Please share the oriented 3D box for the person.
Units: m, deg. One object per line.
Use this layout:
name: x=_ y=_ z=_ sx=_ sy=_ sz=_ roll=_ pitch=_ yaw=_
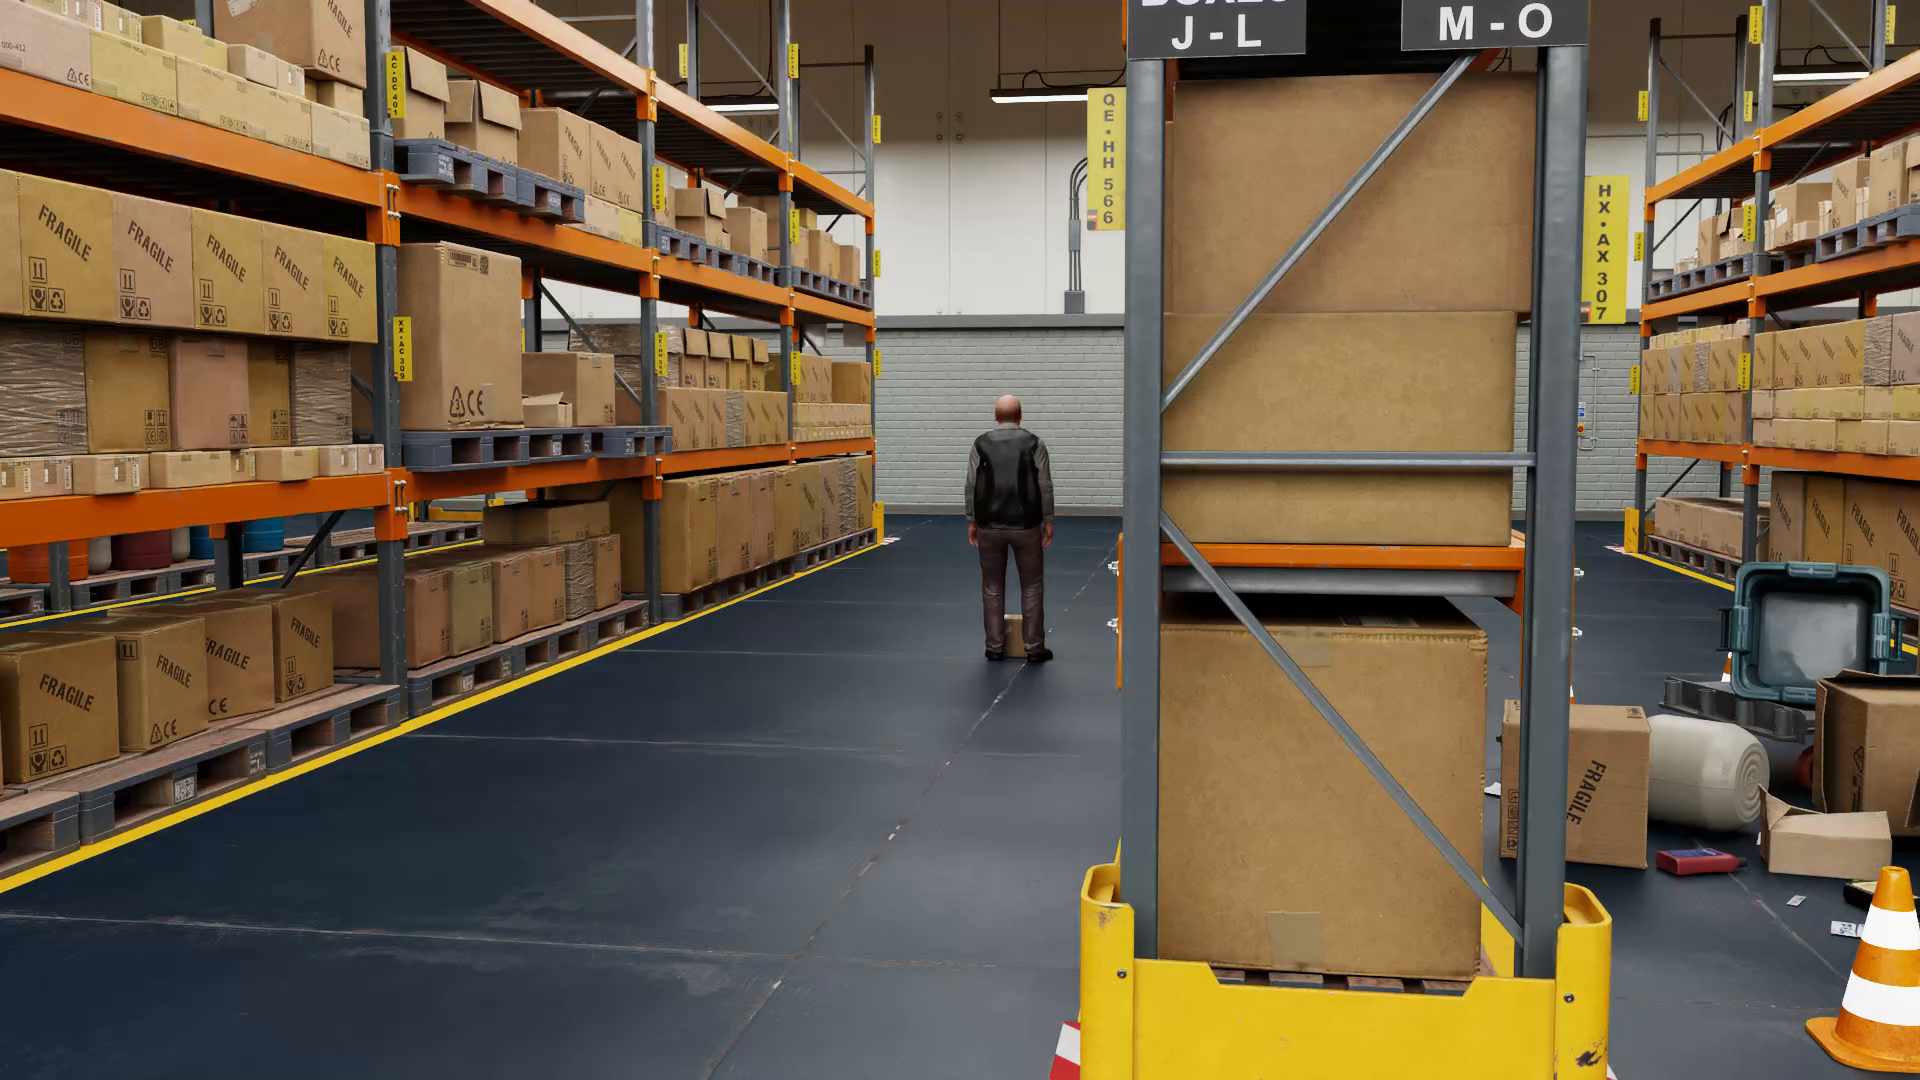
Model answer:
person: x=0.323 y=-0.076 z=10.772 sx=0.579 sy=1.720 sz=0.468 roll=1 pitch=4 yaw=8
